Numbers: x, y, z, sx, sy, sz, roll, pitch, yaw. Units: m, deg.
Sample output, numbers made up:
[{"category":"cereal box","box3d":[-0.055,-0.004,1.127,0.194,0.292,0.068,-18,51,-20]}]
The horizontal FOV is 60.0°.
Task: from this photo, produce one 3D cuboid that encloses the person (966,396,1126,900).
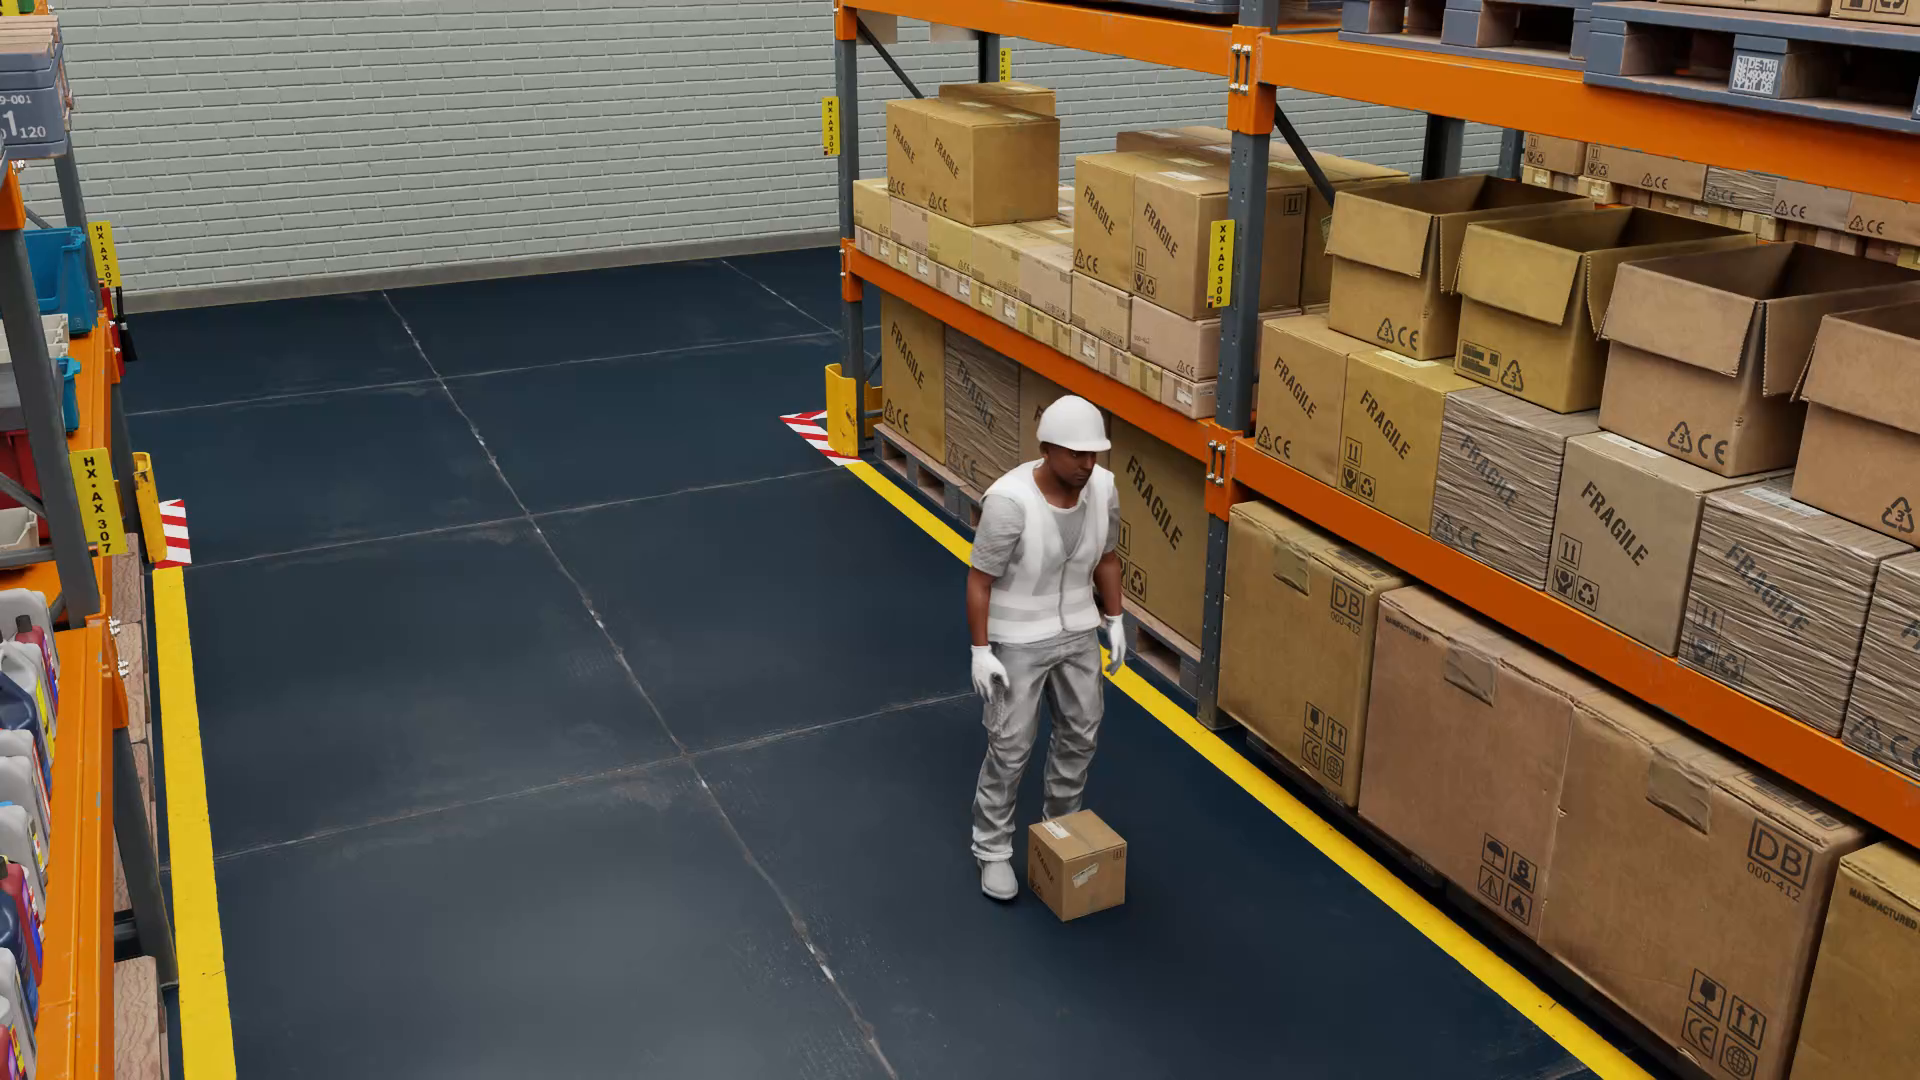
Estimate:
[{"category":"person","box3d":[0.305,0.350,5.706,0.625,1.773,0.451,-12,25,-27]}]
